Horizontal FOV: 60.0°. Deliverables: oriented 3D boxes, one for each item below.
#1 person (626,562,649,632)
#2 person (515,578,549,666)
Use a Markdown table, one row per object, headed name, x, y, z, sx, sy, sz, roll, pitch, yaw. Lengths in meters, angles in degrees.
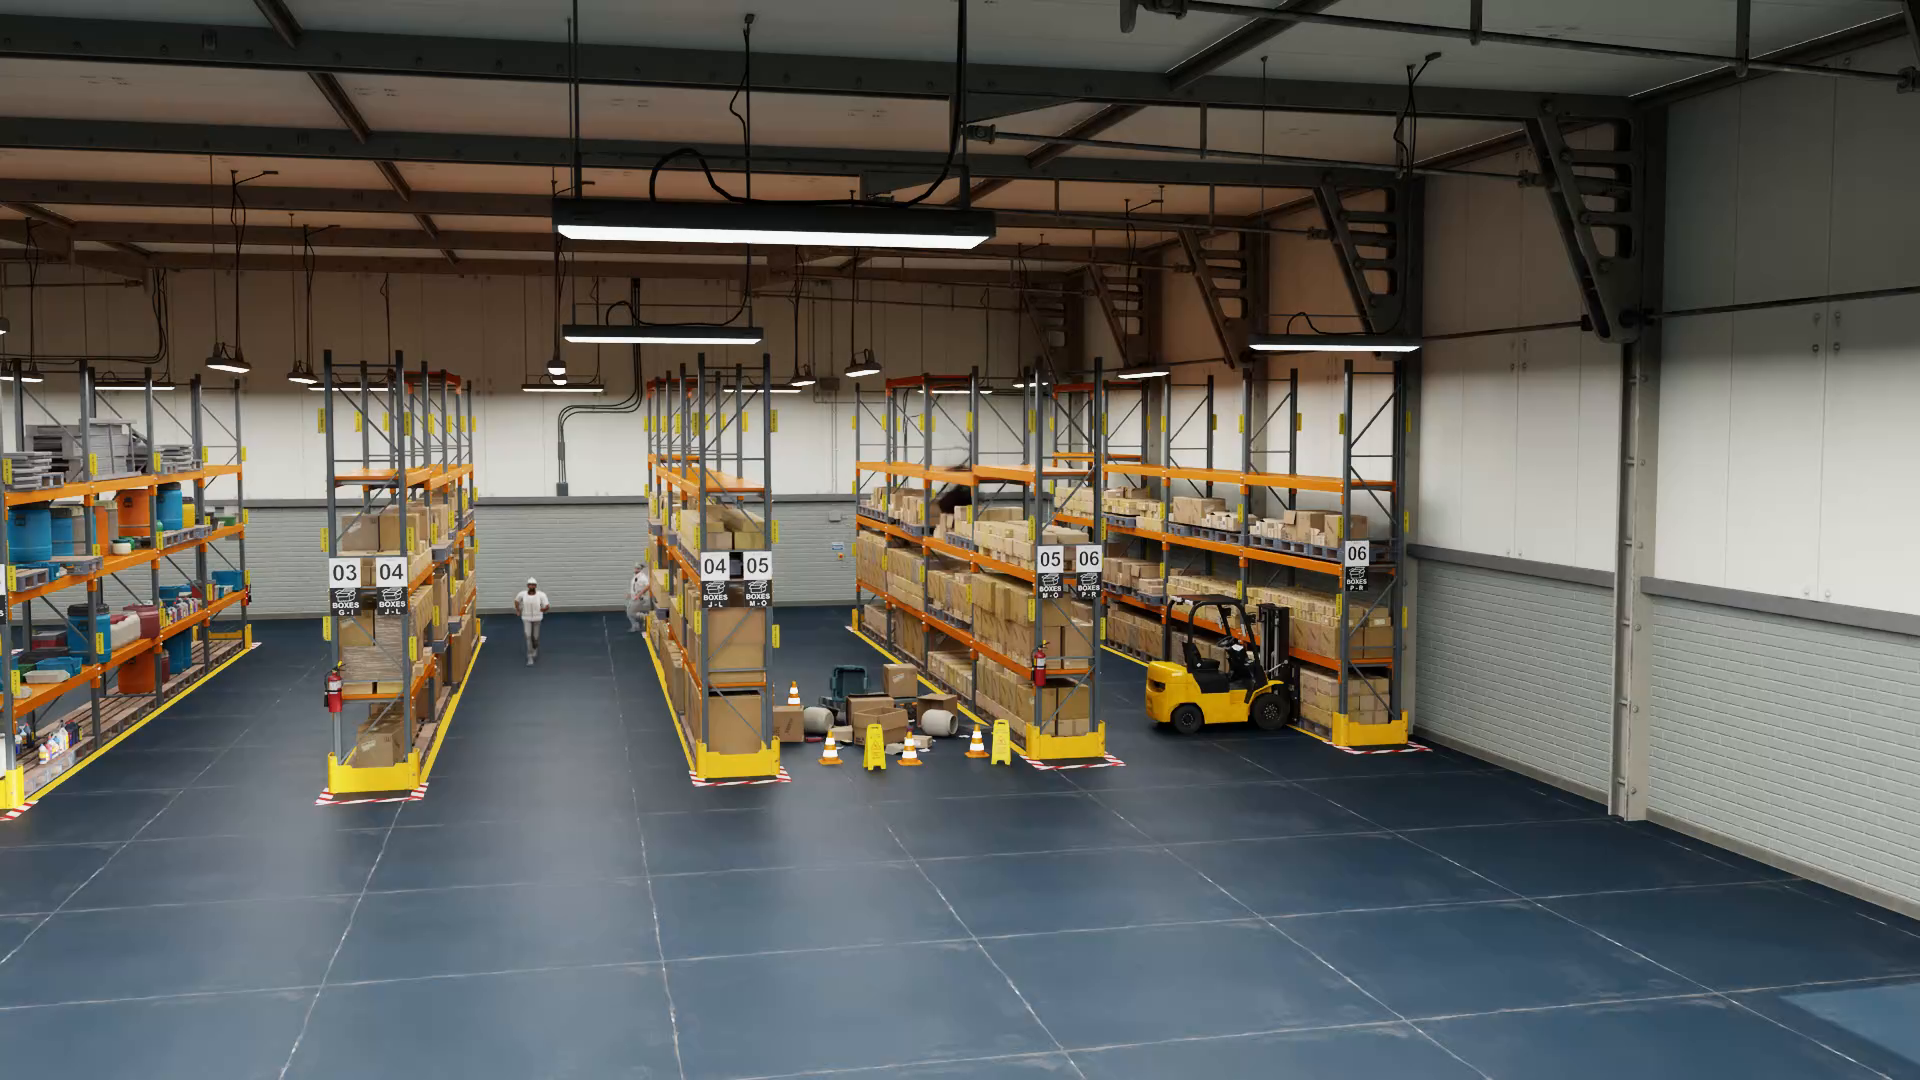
| name | x | y | z | sx | sy | sz | roll | pitch | yaw |
| --- | --- | --- | --- | --- | --- | --- | --- | --- | --- |
| person | -7.711 | 1.376 | 40.056 | 0.574 | 1.728 | 0.703 | -2 | 5 | -28 |
| person | -8.965 | 1.682 | 34.861 | 0.697 | 1.779 | 0.978 | -1 | 4 | -16 |
